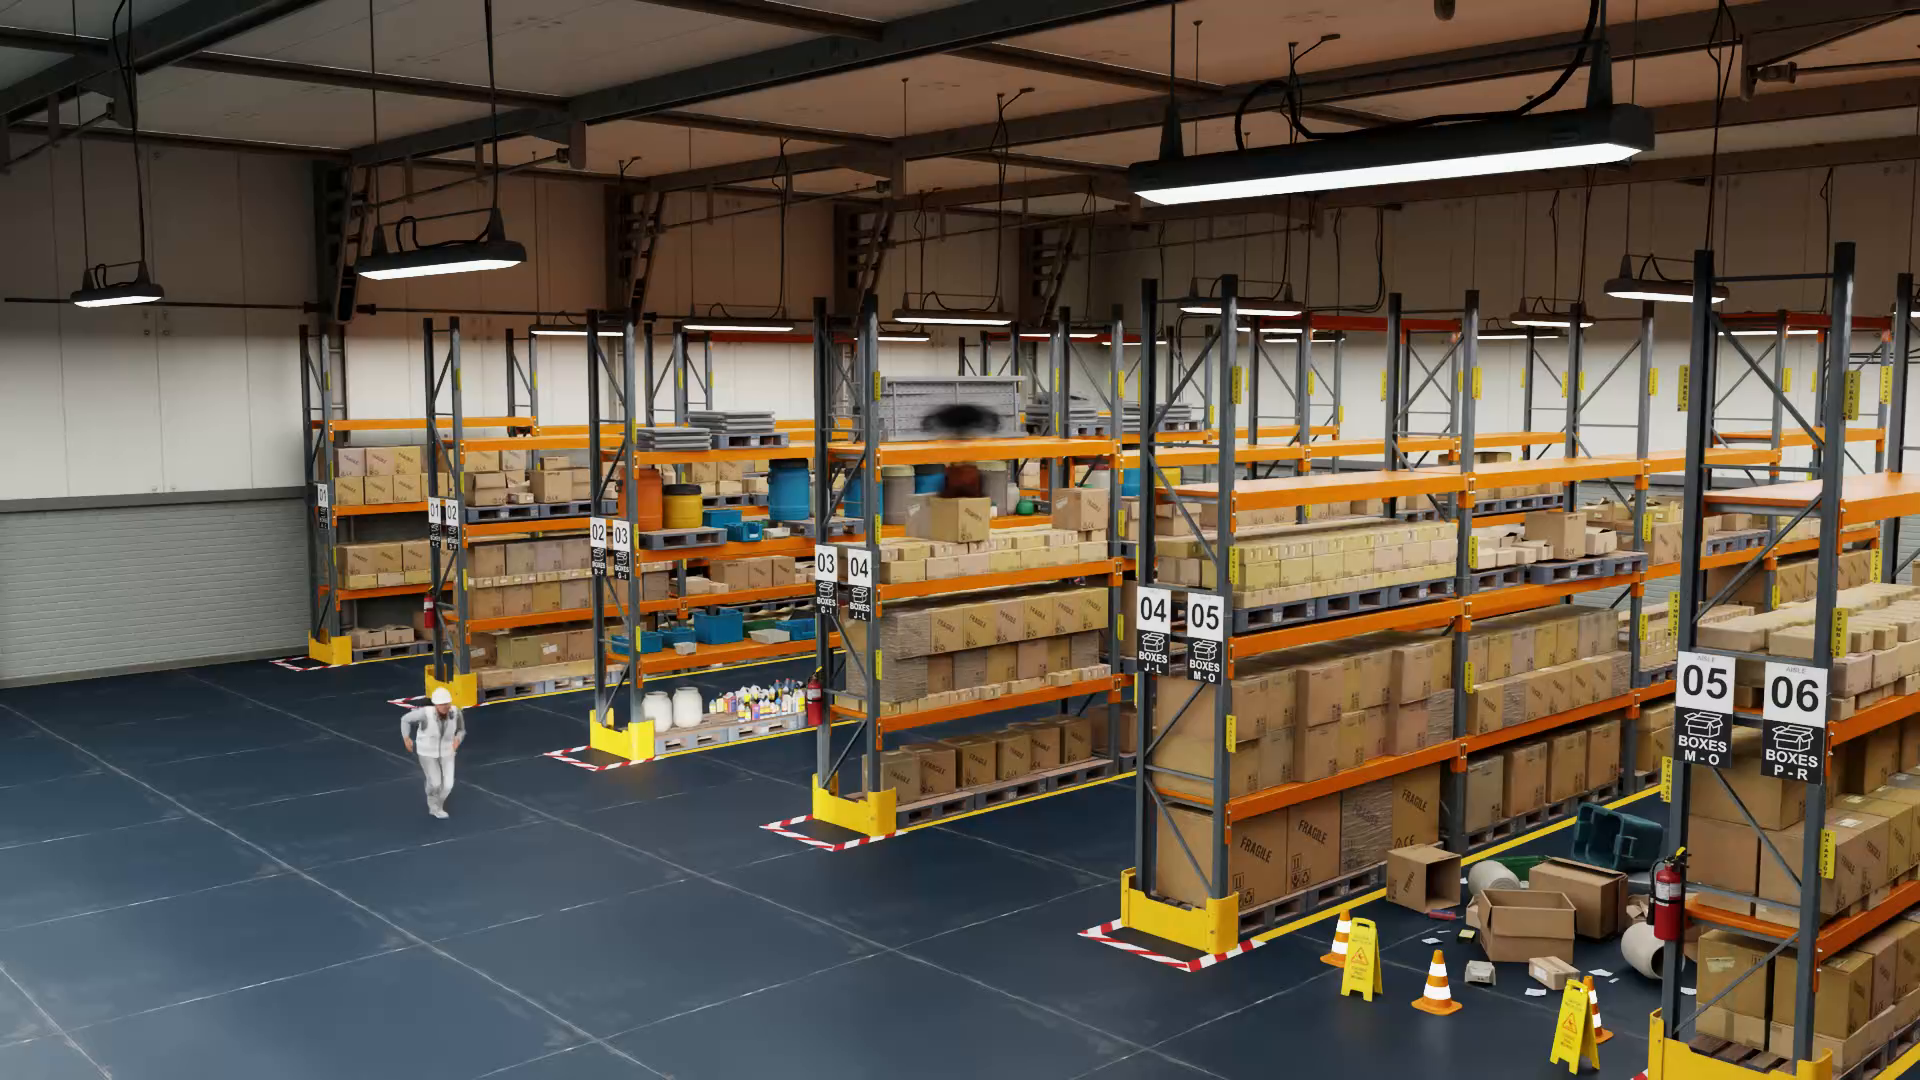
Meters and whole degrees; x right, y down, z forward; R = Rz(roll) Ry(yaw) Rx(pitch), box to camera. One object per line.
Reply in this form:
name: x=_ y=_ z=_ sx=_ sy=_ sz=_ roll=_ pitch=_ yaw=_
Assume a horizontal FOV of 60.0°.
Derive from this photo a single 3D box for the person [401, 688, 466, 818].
person: x=-6.009 y=2.452 z=19.026 sx=0.691 sy=1.602 sz=0.833 roll=-3 pitch=7 yaw=-30
